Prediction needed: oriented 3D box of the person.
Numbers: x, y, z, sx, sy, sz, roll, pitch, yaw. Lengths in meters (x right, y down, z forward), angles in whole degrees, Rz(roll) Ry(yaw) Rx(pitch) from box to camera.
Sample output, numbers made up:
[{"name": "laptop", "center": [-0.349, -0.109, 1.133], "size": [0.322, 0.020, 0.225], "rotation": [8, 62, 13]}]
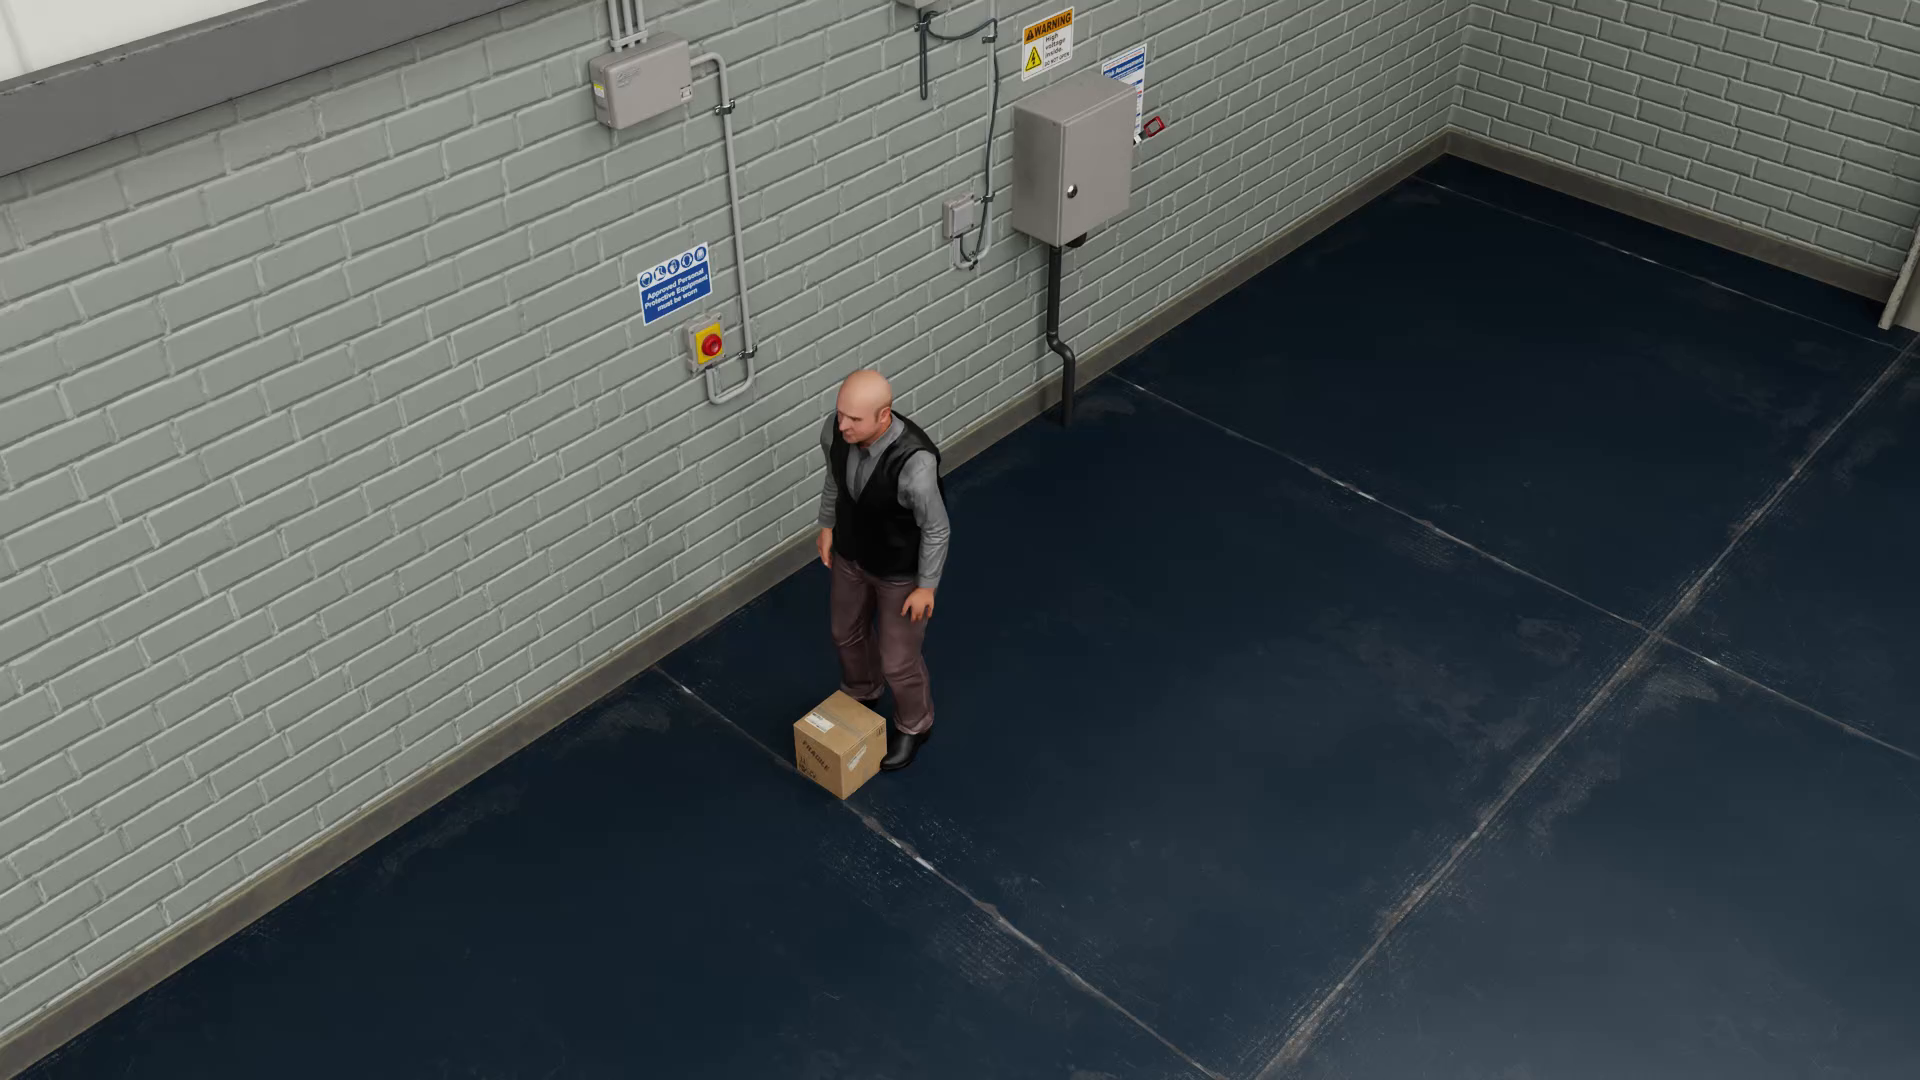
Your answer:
[{"name": "person", "center": [-0.278, 0.076, 6.081], "size": [0.580, 1.720, 0.421], "rotation": [30, 48, 32]}]
